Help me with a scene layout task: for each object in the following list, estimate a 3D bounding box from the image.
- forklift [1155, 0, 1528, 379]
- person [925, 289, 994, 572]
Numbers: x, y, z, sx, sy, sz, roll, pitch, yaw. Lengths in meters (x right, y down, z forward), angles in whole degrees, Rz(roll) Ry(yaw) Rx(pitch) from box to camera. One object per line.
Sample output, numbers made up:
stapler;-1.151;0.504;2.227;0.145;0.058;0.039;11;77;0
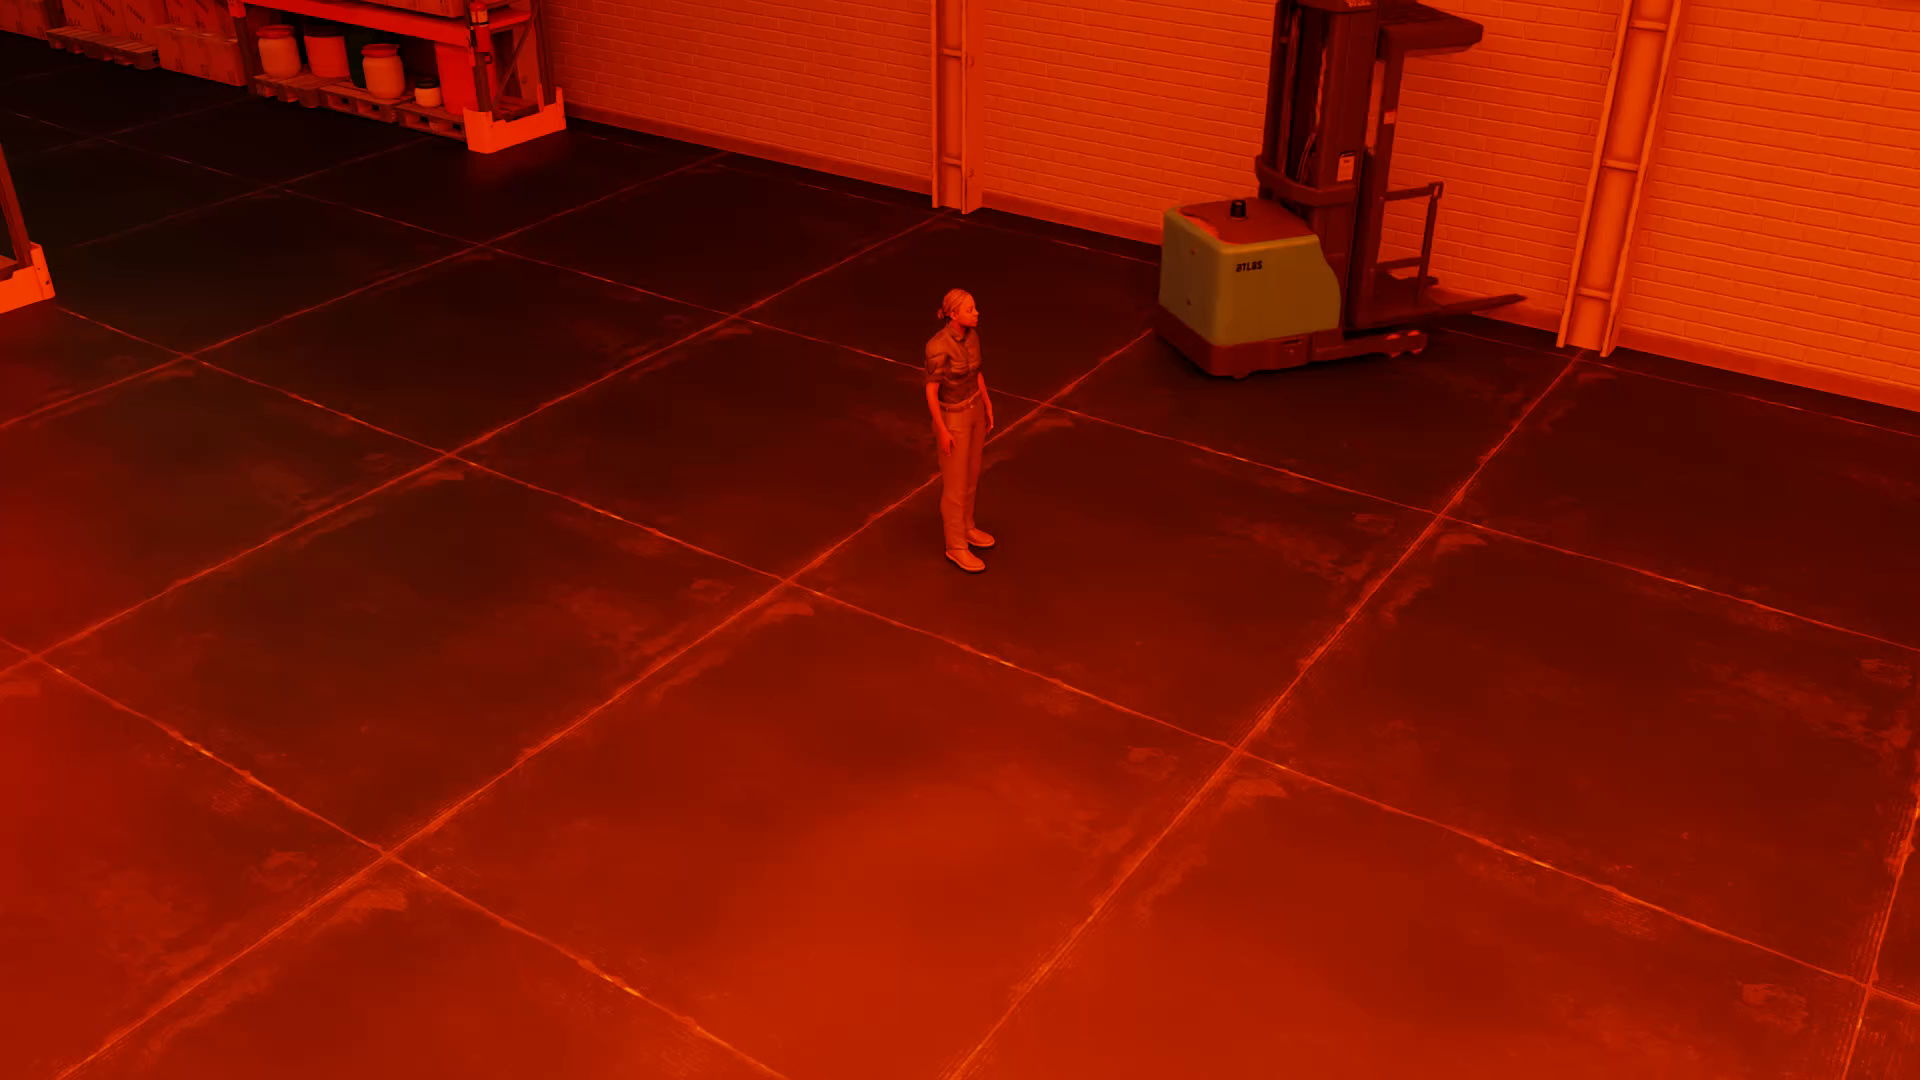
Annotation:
forklift;3.120;-2.936;12.636;3.031;2.935;1.130;-11;32;-18
person;0.061;-0.689;10.024;0.504;1.654;0.569;19;35;29
